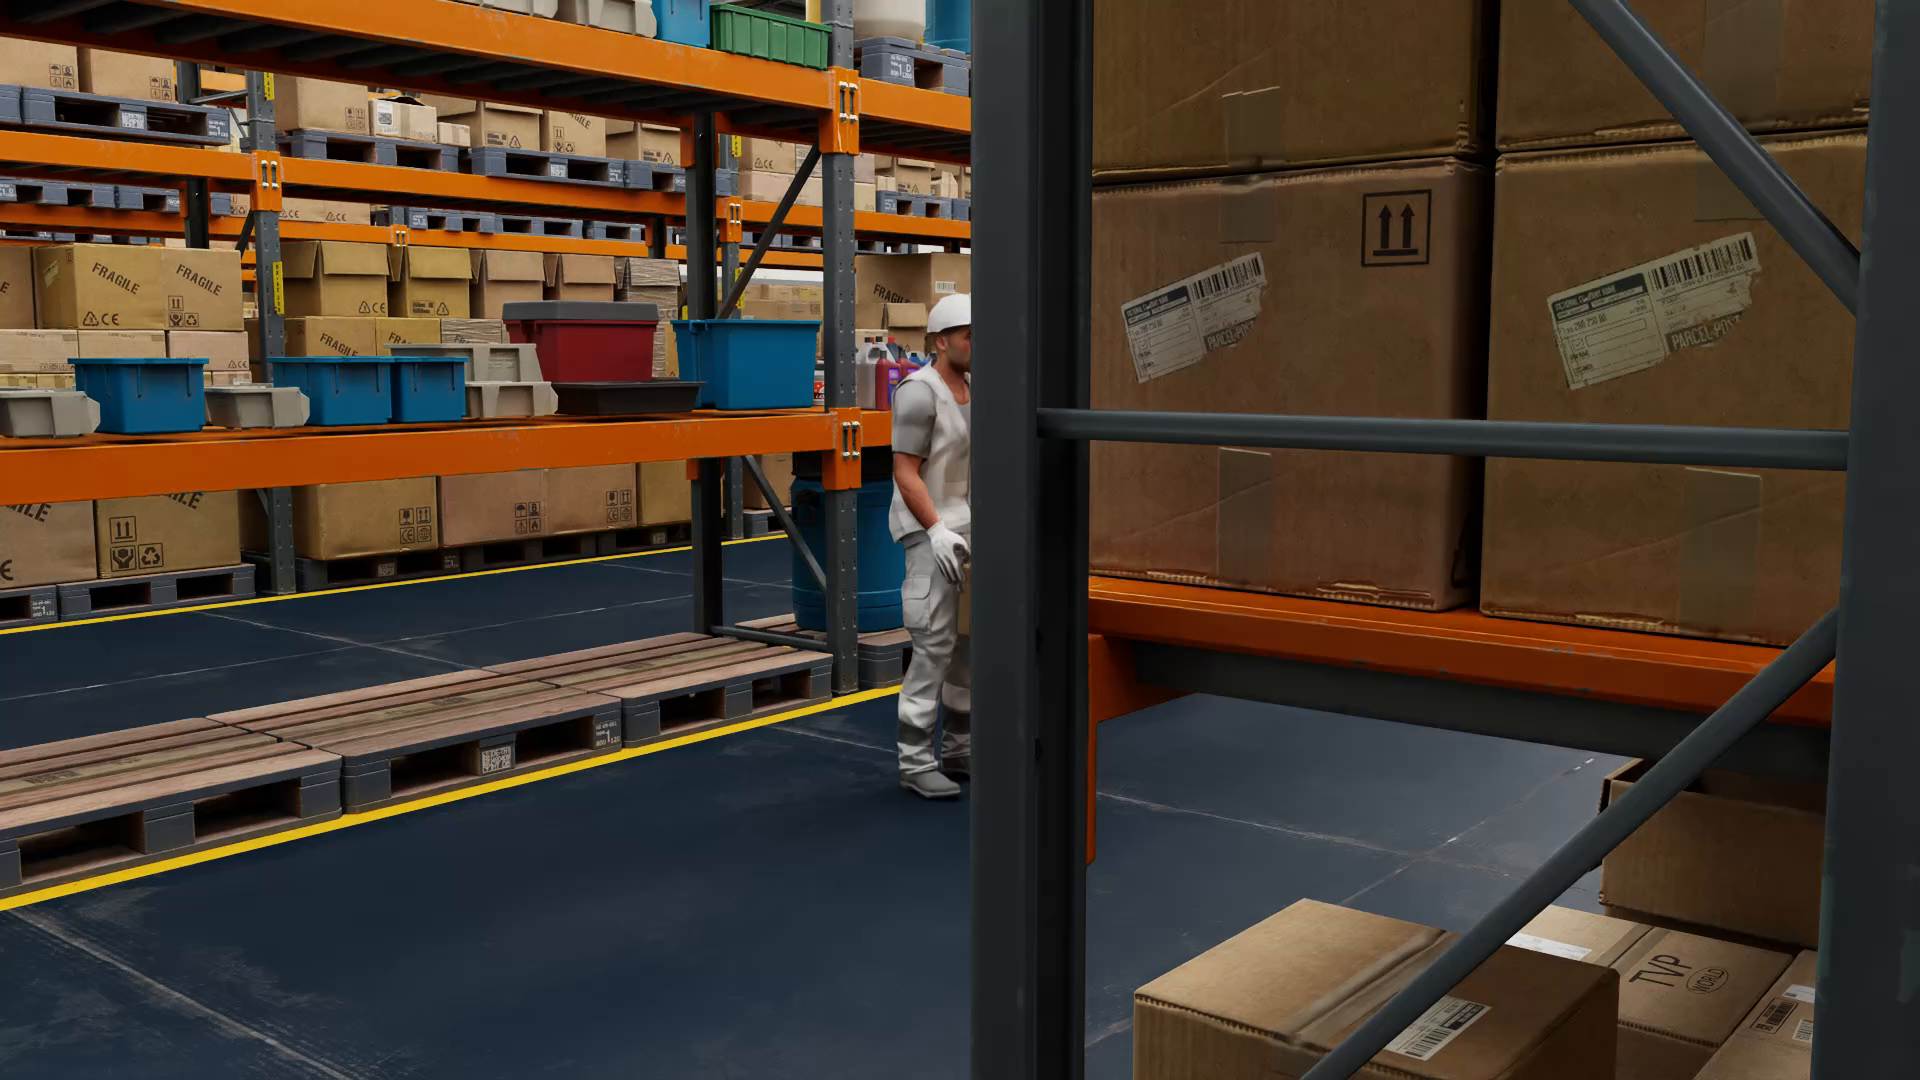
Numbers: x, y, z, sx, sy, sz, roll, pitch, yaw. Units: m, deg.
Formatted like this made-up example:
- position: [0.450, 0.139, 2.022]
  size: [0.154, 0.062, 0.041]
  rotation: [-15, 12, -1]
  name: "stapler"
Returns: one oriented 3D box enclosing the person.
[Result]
- position: [-0.024, 0.008, 6.052]
  size: [0.425, 1.789, 0.541]
  rotation: [5, 8, 37]
  name: "person"
